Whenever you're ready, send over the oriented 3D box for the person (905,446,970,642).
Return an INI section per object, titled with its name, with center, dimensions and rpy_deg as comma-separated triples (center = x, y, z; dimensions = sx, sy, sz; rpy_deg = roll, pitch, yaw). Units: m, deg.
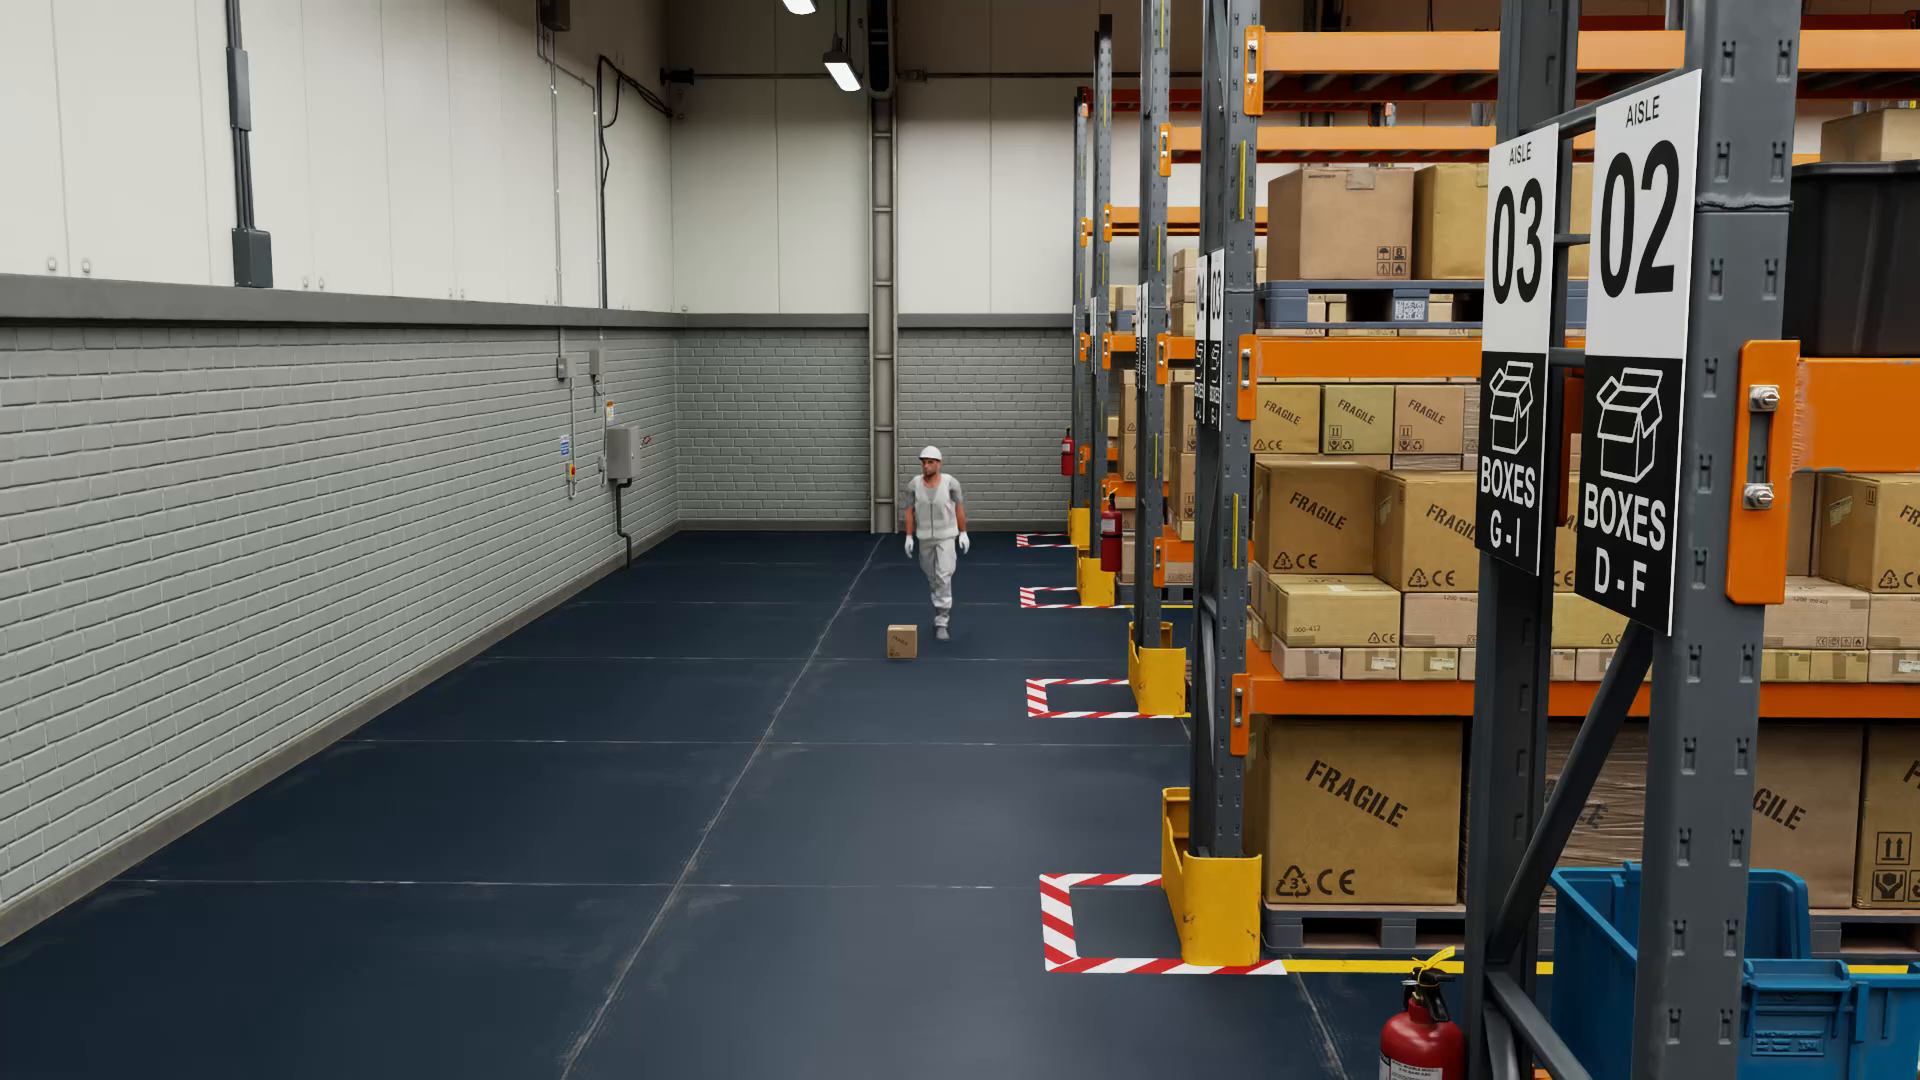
[person]
center = -0.231, 0.009, 15.625
dimensions = 0.578, 1.795, 0.698
rpy_deg = 2, 7, 16
